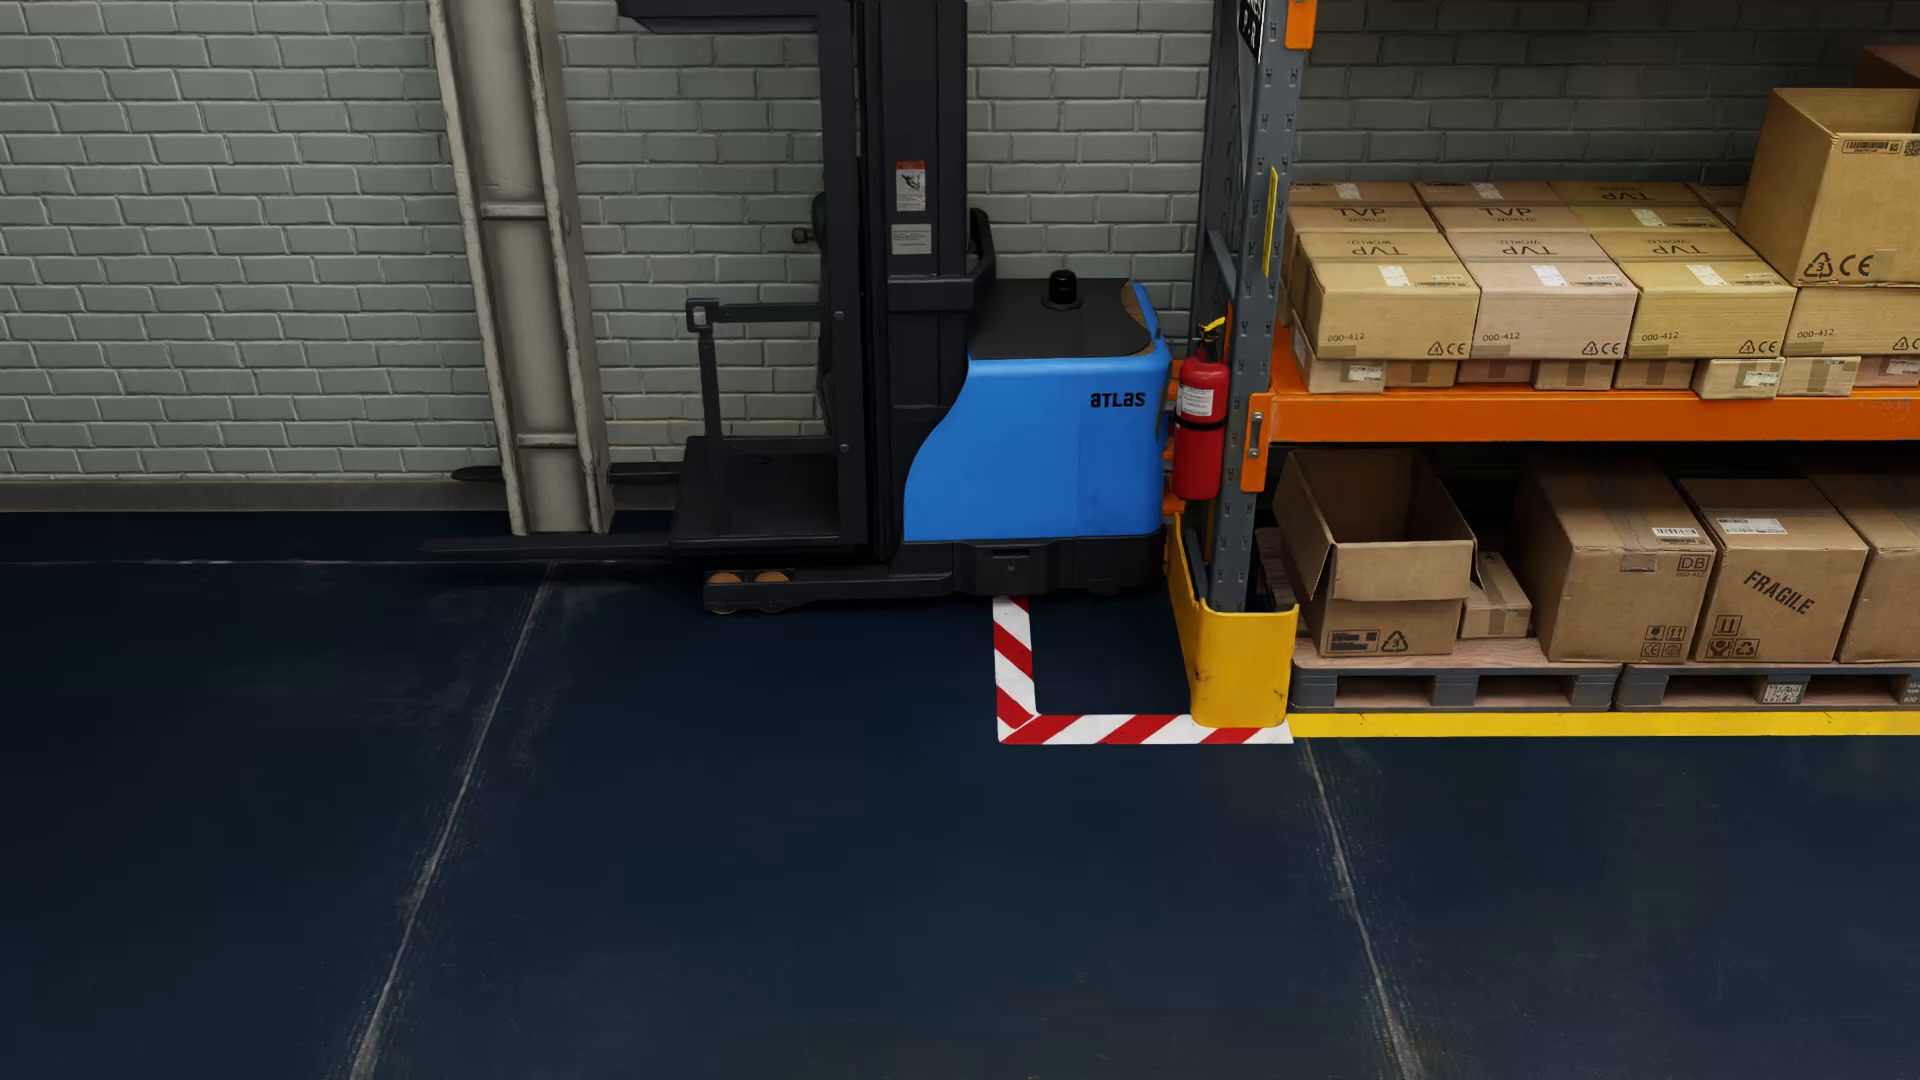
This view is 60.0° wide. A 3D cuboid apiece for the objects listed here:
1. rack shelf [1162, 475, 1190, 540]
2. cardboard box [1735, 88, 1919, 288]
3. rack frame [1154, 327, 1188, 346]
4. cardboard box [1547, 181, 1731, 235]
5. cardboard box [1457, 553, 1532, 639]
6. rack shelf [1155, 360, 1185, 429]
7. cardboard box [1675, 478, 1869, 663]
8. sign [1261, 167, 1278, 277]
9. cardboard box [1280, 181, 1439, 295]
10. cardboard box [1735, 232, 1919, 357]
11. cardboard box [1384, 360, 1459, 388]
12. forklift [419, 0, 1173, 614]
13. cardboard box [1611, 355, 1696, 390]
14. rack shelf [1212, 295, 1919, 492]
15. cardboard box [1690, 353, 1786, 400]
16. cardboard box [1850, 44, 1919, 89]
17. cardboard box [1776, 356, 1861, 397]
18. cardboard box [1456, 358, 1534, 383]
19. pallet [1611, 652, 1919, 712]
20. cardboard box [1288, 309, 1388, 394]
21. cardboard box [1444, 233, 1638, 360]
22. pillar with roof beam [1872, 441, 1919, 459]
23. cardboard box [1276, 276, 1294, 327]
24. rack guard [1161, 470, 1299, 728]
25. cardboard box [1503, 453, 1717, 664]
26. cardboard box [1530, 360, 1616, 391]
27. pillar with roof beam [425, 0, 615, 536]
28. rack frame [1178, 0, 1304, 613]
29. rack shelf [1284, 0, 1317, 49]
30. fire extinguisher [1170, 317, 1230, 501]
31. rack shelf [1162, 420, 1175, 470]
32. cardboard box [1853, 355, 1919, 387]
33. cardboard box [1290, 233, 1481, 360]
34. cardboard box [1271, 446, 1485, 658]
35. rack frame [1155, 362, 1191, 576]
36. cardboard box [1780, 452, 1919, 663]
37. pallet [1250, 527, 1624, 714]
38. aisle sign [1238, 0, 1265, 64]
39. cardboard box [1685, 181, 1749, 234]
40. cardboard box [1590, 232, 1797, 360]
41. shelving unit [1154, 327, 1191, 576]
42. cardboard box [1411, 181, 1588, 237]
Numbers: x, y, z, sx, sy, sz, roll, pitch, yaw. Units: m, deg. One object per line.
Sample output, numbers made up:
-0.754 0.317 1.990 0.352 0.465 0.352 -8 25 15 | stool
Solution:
0.803 -0.112 6.864 0.215 0.259 0.240 0 39 -7 | rack shelf
2.909 -1.145 5.381 0.500 0.500 0.500 1 31 1 | cardboard box
0.816 -0.413 6.778 0.200 1.050 0.008 0 39 -7 | rack frame
2.423 -1.097 6.024 0.500 0.250 0.500 1 31 1 | cardboard box
1.991 0.210 6.355 0.250 0.149 0.380 -1 31 -2 | cardboard box
0.851 -0.548 6.513 0.215 0.259 0.240 0 39 -7 | rack shelf
2.950 0.109 6.183 0.500 0.500 0.500 0 31 1 | cardboard box
0.957 -0.984 5.145 0.005 0.325 0.100 0 31 0 | sign
1.412 -1.097 6.024 0.500 0.250 0.500 1 31 1 | cardboard box
2.931 -0.837 5.596 0.500 0.250 0.500 -1 31 -2 | cardboard box
1.538 -0.671 5.706 0.250 0.149 0.380 1 31 1 | cardboard box
-0.703 -1.234 6.459 3.031 2.935 1.130 -2 31 -3 | forklift
2.319 -0.663 5.693 0.250 0.149 0.380 0 31 0 | cardboard box
2.953 -0.594 6.030 4.000 0.370 1.077 0 31 0 | rack shelf
2.572 -0.625 5.630 0.250 0.149 0.380 -1 31 -2 | cardboard box
3.463 -1.424 5.841 0.500 0.500 0.500 -1 31 -2 | cardboard box
2.835 -0.636 5.649 0.250 0.149 0.380 1 31 1 | cardboard box
1.800 -0.690 5.738 0.250 0.149 0.380 -1 31 -1 | cardboard box
3.044 0.292 6.566 1.213 0.211 1.003 0 31 0 | pallet
1.284 -0.646 5.666 0.250 0.149 0.380 0 31 -1 | cardboard box
1.913 -0.821 5.570 0.500 0.250 0.500 0 31 0 | cardboard box
4.278 -1.705 1.384 0.400 9.000 9.100 0 31 0 | pillar with roof beam
1.283 -0.928 6.130 0.250 0.149 0.380 -1 31 -1 | cardboard box
1.029 0.173 6.482 0.348 0.500 1.175 0 31 0 | rack guard
2.421 0.059 6.266 0.500 0.500 0.700 1 31 2 | cardboard box
2.054 -0.659 5.686 0.250 0.149 0.380 1 31 1 | cardboard box
-1.722 -1.686 1.353 0.400 9.000 9.100 0 31 0 | pillar with roof beam
0.953 -0.895 5.833 0.127 3.000 1.000 0 31 0 | rack frame
2.953 -1.876 5.252 4.000 0.370 1.077 0 31 0 | rack shelf
0.809 -0.462 5.554 0.183 0.674 0.296 0 31 0 | fire extinguisher
0.827 -0.327 6.691 0.215 0.259 0.240 0 39 -7 | rack shelf
3.093 -0.672 5.709 0.250 0.149 0.380 0 31 0 | cardboard box
1.409 -0.820 5.567 0.500 0.250 0.500 0 31 0 | cardboard box
1.566 0.040 6.294 0.637 0.503 0.797 -1 31 -2 | cardboard box
0.839 -0.259 6.590 0.200 1.050 0.008 0 39 -7 | rack frame
3.459 0.056 6.271 0.500 0.500 0.700 -1 31 -2 | cardboard box
1.827 0.294 6.562 1.213 0.211 1.003 0 31 0 | pallet
0.887 -1.854 4.908 0.004 0.787 0.394 0 31 0 | aisle sign
2.945 -1.099 6.027 0.500 0.250 0.500 0 31 0 | cardboard box
2.420 -0.825 5.575 0.500 0.250 0.500 -1 31 -1 | cardboard box
0.827 -0.336 6.684 0.215 1.050 0.252 0 39 -7 | shelving unit
1.927 -1.098 6.026 0.500 0.250 0.500 0 31 0 | cardboard box
